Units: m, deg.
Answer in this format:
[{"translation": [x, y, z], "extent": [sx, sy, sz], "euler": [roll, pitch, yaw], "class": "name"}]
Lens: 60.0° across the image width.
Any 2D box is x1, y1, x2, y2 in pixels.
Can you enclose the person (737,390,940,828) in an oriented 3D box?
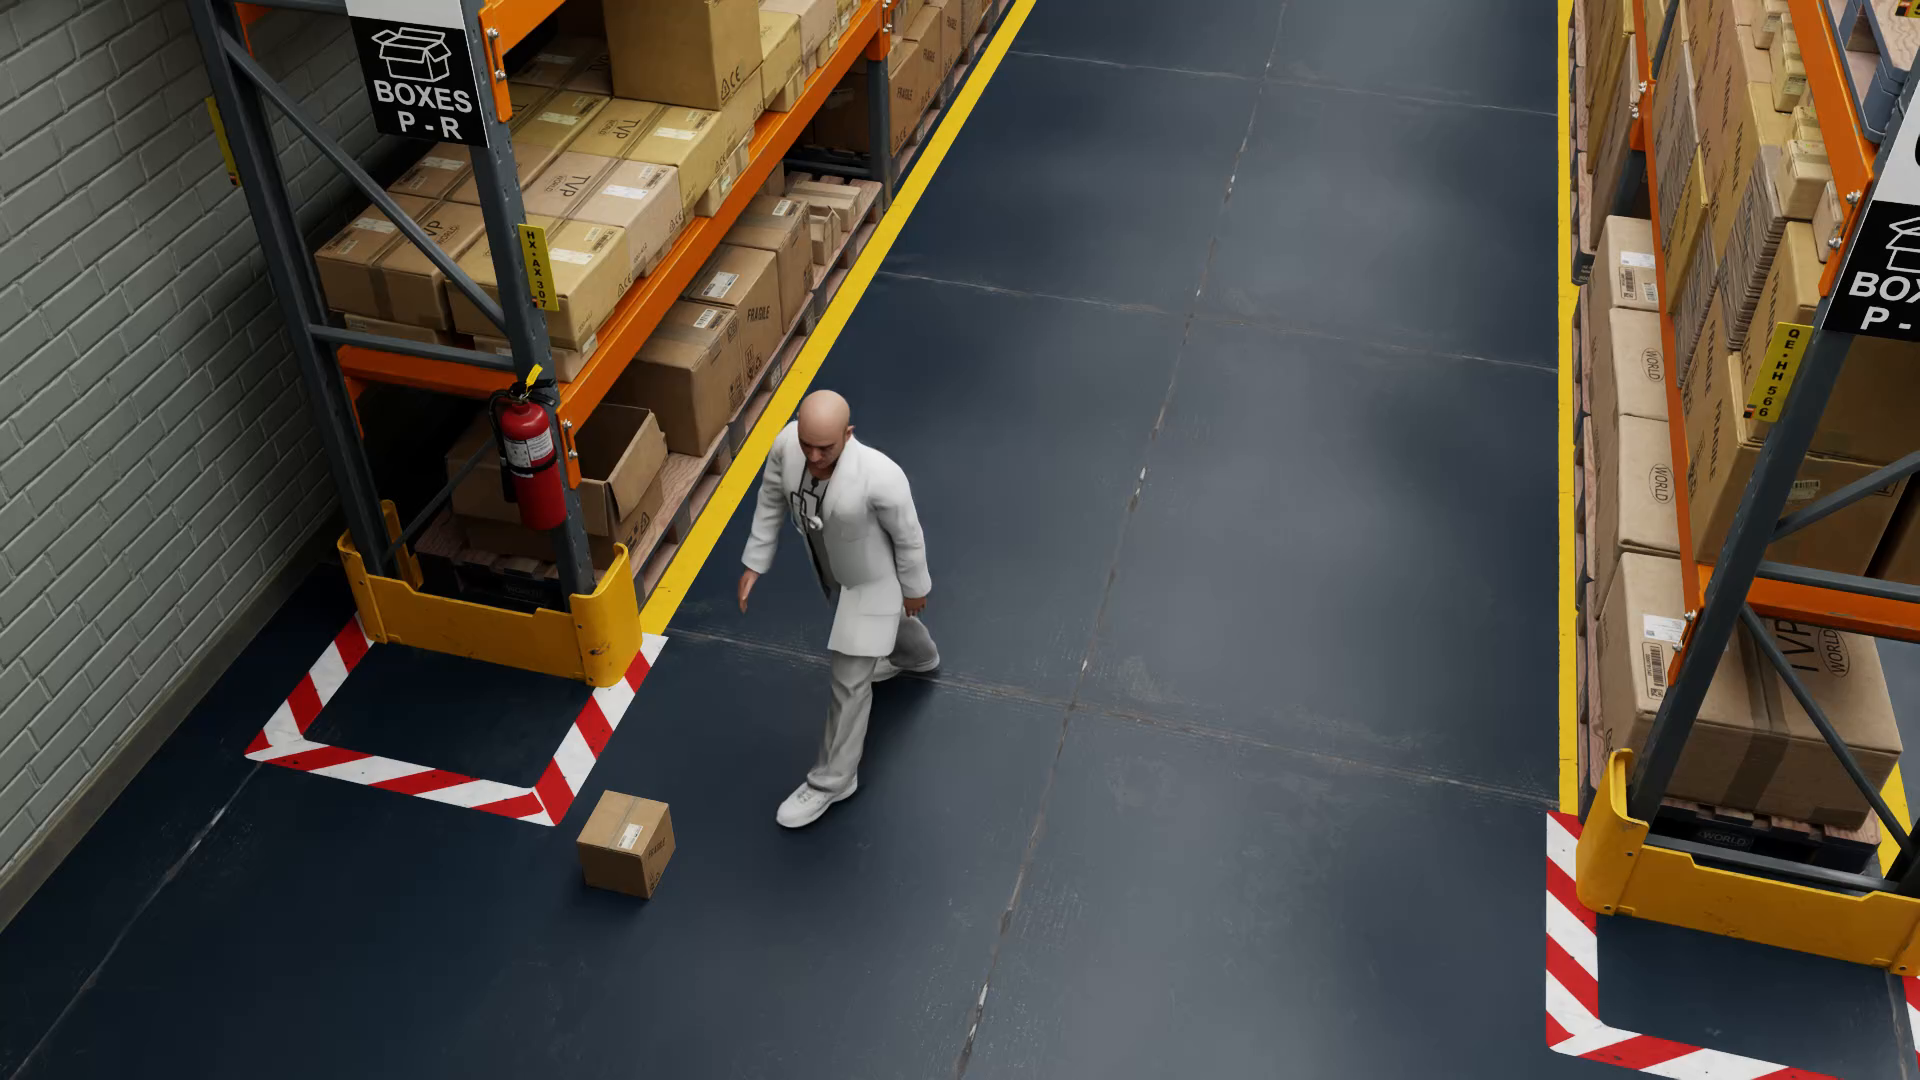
[{"translation": [-0.426, 0.114, 6.032], "extent": [1.038, 1.705, 0.592], "euler": [-29, 48, -30], "class": "person"}]
